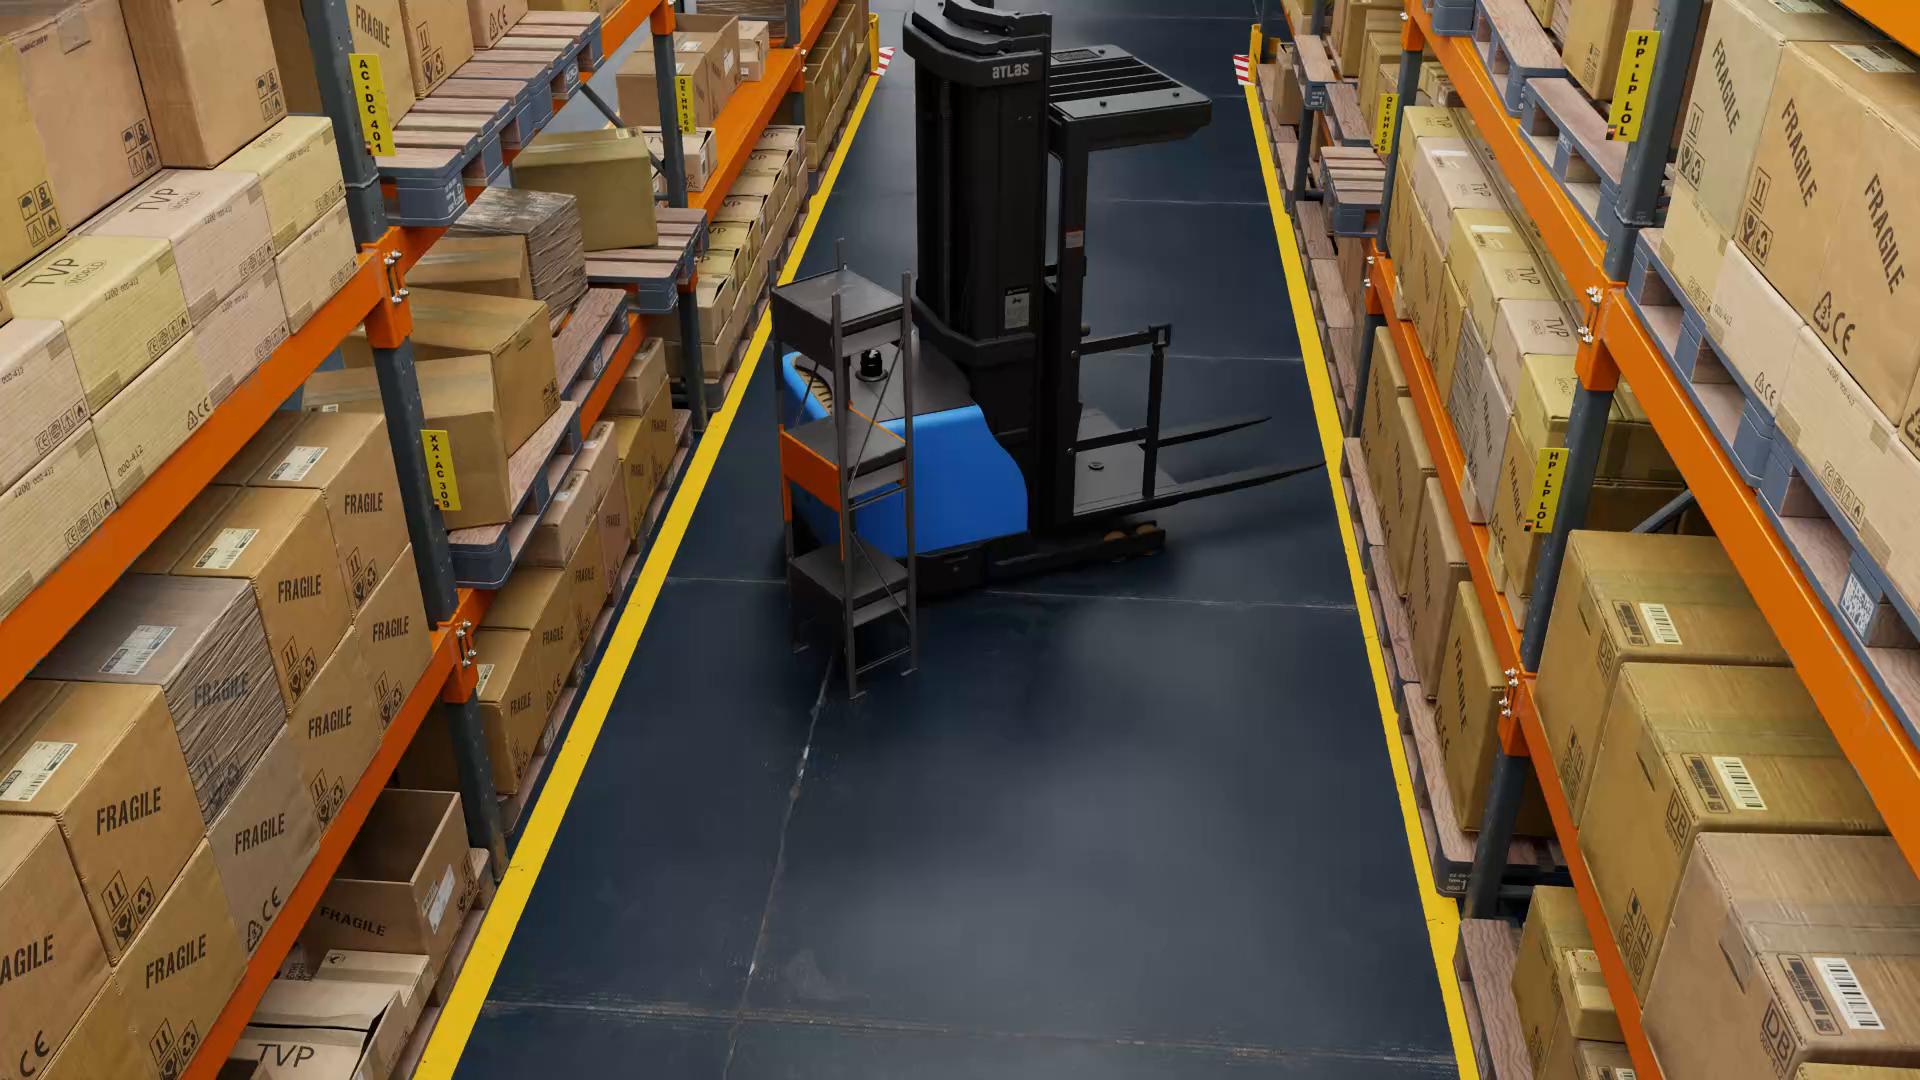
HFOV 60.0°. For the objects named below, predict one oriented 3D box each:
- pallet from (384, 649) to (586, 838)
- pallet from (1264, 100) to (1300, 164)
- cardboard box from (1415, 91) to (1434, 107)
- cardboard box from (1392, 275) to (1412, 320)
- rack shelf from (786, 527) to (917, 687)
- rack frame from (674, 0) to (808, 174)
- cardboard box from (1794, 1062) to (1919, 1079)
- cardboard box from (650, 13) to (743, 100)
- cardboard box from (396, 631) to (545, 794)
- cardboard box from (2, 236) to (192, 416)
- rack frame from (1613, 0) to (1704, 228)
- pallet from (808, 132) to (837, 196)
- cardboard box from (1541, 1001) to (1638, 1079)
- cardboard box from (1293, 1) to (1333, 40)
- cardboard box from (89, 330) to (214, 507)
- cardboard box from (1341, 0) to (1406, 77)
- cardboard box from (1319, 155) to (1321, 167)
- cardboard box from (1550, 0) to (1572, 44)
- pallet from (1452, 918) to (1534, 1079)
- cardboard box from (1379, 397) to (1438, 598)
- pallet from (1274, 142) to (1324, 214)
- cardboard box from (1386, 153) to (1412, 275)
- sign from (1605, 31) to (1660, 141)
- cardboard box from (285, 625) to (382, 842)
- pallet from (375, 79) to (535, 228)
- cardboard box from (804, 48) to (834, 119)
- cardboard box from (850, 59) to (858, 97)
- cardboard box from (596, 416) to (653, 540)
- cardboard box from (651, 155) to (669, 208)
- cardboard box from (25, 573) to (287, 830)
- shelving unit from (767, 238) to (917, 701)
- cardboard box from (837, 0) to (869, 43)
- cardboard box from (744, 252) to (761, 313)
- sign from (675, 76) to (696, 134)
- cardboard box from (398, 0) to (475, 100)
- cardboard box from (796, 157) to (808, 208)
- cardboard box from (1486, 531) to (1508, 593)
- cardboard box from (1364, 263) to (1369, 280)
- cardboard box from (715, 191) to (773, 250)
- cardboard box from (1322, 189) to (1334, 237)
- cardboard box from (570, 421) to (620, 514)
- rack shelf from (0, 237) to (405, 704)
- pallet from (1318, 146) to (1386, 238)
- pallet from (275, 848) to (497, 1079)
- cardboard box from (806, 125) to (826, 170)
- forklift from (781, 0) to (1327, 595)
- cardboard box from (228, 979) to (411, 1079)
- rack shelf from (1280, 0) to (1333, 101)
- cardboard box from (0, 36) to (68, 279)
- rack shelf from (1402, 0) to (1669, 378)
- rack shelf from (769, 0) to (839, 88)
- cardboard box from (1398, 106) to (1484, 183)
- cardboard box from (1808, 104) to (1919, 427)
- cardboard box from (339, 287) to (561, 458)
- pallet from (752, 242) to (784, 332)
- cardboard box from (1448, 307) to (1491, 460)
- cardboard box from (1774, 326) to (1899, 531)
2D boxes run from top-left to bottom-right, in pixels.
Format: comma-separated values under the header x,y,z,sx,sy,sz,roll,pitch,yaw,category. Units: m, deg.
x,y,z,sx,sy,sz,roll,pitch,yaw,category
-2.379,0.861,7.651,1.003,0.211,1.213,2,32,4,pallet
3.298,-3.678,15.017,1.003,0.211,1.213,2,32,4,pallet
2.884,-2.257,9.538,0.700,0.500,0.500,-1,32,-2,cardboard box
2.463,-1.253,8.645,0.380,0.149,0.250,3,32,5,cardboard box
-0.525,0.319,8.091,0.431,0.518,0.480,-23,38,-32,rack shelf
-1.756,-4.082,13.015,1.000,3.000,0.127,2,32,4,rack frame
2.284,1.627,3.466,0.980,0.700,0.700,2,32,4,cardboard box
-1.878,-3.448,11.891,0.500,0.500,0.500,5,32,8,cardboard box
-2.125,0.735,7.161,0.500,0.500,0.500,1,32,2,cardboard box
-2.264,-0.536,4.069,0.500,0.250,0.500,2,32,4,cardboard box
2.530,-2.243,4.313,1.000,3.000,0.127,2,32,4,rack frame
-1.650,-3.309,14.418,1.003,0.211,1.213,2,32,4,pallet
2.323,1.845,5.379,0.700,0.500,0.500,2,32,3,cardboard box
2.918,-4.078,13.132,0.500,0.250,0.500,3,32,4,cardboard box
-2.265,-0.324,4.200,0.500,0.250,0.500,2,32,4,cardboard box
3.053,-3.546,11.630,0.700,0.500,0.500,6,32,9,cardboard box
3.195,-3.135,13.759,0.380,0.166,0.250,-2,32,-2,cardboard box
2.797,-2.205,6.594,0.700,0.500,0.500,2,32,4,cardboard box
2.390,1.892,5.978,1.003,0.211,1.213,2,32,4,pallet
2.587,-0.208,8.377,0.750,0.750,0.750,2,32,4,cardboard box
3.201,-3.038,13.979,1.003,0.211,1.213,2,32,4,pallet
2.561,-1.716,8.777,0.500,0.500,0.500,3,32,5,cardboard box
1.988,-1.338,4.911,0.100,0.325,0.005,2,32,4,sign
-2.233,0.601,5.321,0.500,0.500,0.500,3,32,5,cardboard box
-2.284,-1.434,6.038,1.213,0.211,1.003,2,32,4,pallet
-1.374,-3.900,14.226,0.500,0.500,0.500,2,32,4,cardboard box
-1.247,-4.365,15.695,0.500,0.250,0.500,2,32,4,cardboard box
-1.967,-0.344,8.912,0.500,0.500,0.500,1,32,2,cardboard box
-2.009,-2.141,9.950,0.500,0.311,0.500,4,32,7,cardboard box
-2.271,0.440,4.629,0.500,0.500,0.500,3,32,4,cardboard box
-0.525,-0.288,7.717,0.431,2.100,0.503,-23,38,-32,shelving unit
-1.178,-5.208,16.348,0.500,0.500,0.500,2,32,4,cardboard box
-1.670,-1.795,11.524,0.500,0.250,0.500,2,32,3,cardboard box
-1.540,-2.431,9.308,0.100,0.325,0.005,2,32,4,sign
-2.261,-2.050,6.268,0.600,0.600,0.600,2,32,3,cardboard box
-1.501,-2.861,13.254,0.500,0.250,0.500,2,32,4,cardboard box
2.272,0.087,6.470,0.380,0.149,0.250,3,32,5,cardboard box
3.020,-1.547,10.865,0.700,0.500,0.500,2,32,4,cardboard box
-1.627,-2.309,11.824,0.500,0.311,0.500,2,32,3,cardboard box
3.138,-2.610,12.589,0.700,0.500,0.500,3,32,6,cardboard box
-2.004,-0.369,8.238,0.500,0.250,0.500,2,32,3,cardboard box
-2.570,0.176,3.932,1.077,0.370,4.000,2,32,4,rack shelf
2.808,-2.076,9.943,1.213,0.211,1.003,2,32,4,pallet
-2.464,1.647,6.376,1.003,0.211,1.213,2,32,4,pallet
-1.416,-3.320,13.998,0.500,0.250,0.500,2,32,4,cardboard box
0.583,-1.371,8.681,3.031,2.935,1.130,-12,34,-19,forklift
-2.232,1.761,5.677,0.500,0.311,0.500,2,32,4,cardboard box
3.344,-4.612,14.560,1.077,0.370,4.000,2,32,4,rack shelf
-2.626,-0.871,3.897,0.700,0.500,0.500,2,32,4,cardboard box
2.693,-1.706,6.985,1.077,0.370,4.000,2,32,4,rack shelf
-1.593,-4.822,14.901,1.077,0.370,4.000,2,32,4,rack shelf
2.559,-2.036,8.583,0.500,0.250,0.500,3,32,5,cardboard box
2.122,-0.555,3.364,0.500,0.500,0.500,3,32,4,cardboard box
-2.153,-0.721,7.065,0.700,0.500,0.500,7,32,12,cardboard box
-1.874,-1.868,12.081,1.003,0.211,1.213,2,32,4,pallet
2.397,-0.649,7.046,0.500,0.500,0.500,3,32,4,cardboard box
2.121,-0.239,3.567,0.500,0.250,0.500,2,32,3,cardboard box
